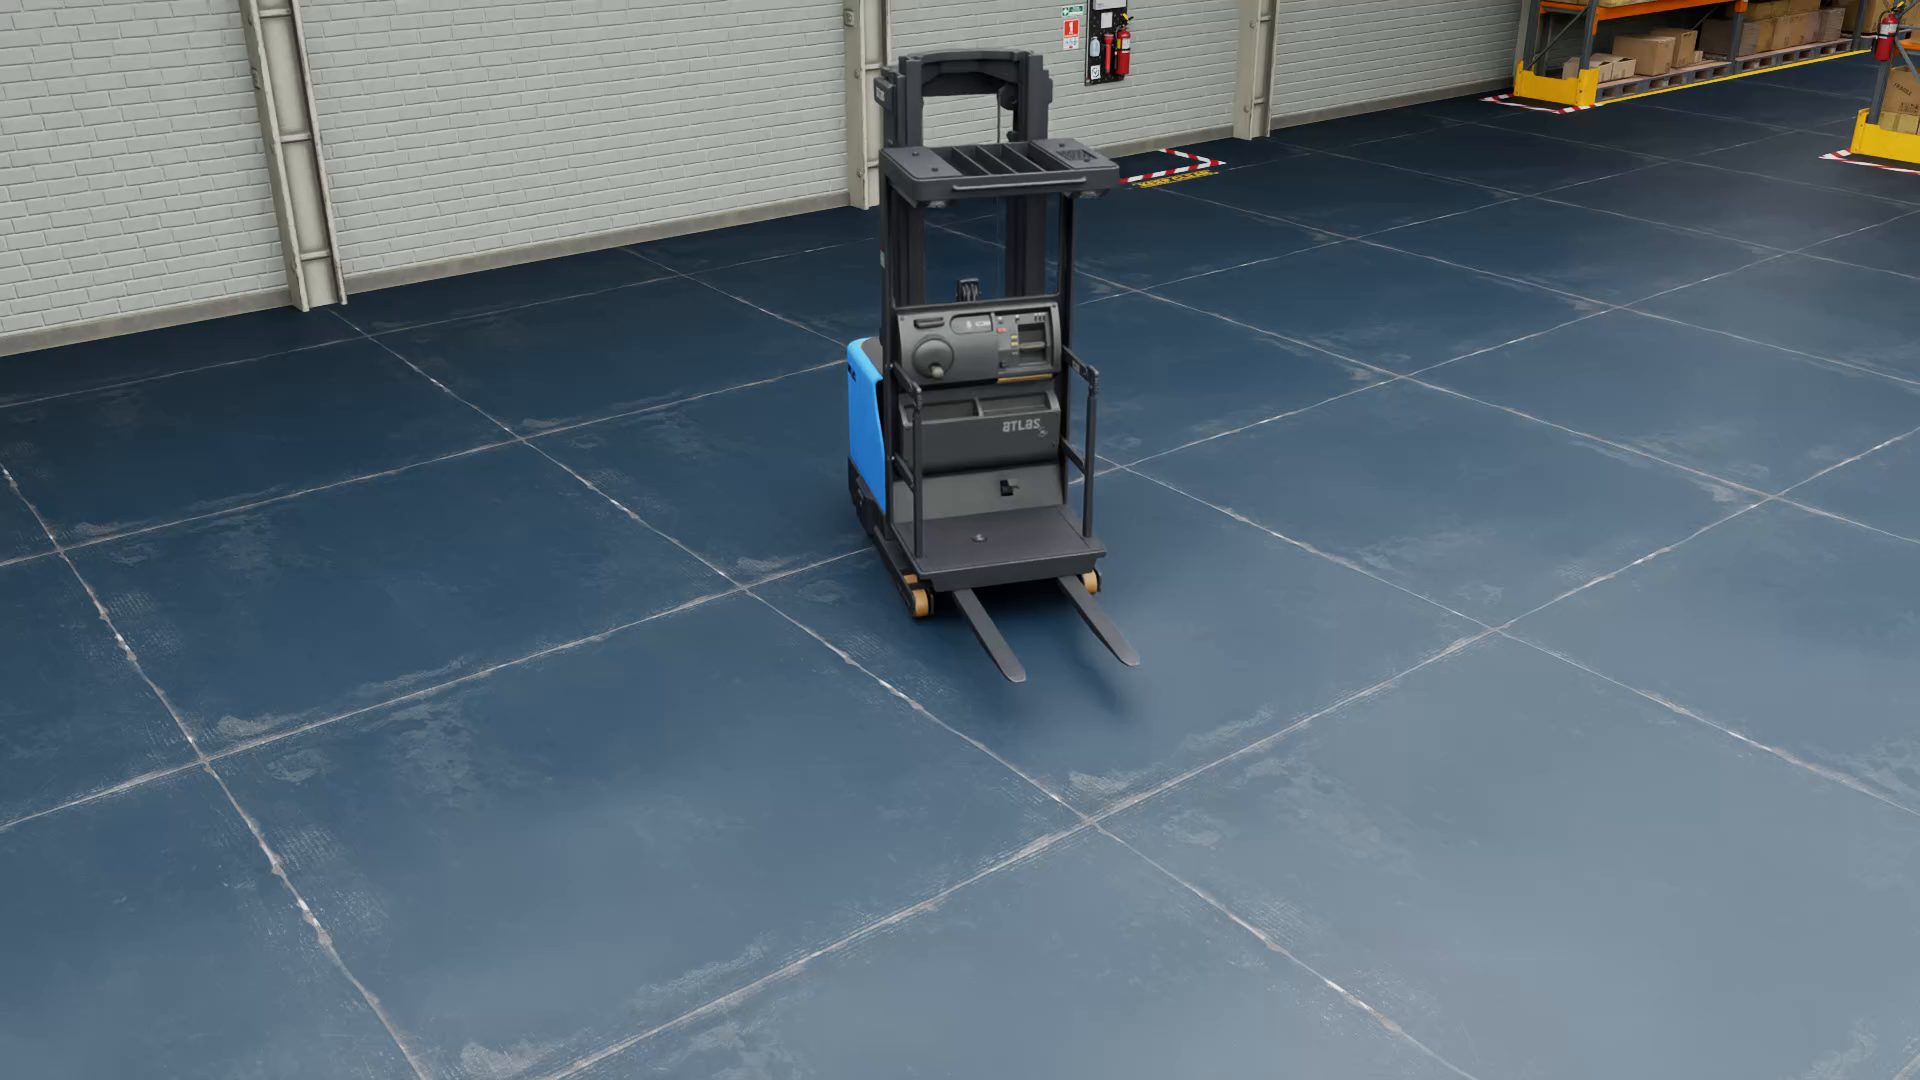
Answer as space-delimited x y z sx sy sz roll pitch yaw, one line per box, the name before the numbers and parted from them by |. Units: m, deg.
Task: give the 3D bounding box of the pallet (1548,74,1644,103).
pallet | 9.180 -6.622 24.267 1.213 0.211 1.003 -18 31 -34

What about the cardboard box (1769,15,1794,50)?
cardboard box | 12.977 -8.239 26.886 0.500 0.500 0.700 -18 30 -33

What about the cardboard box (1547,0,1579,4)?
cardboard box | 8.707 -7.794 23.635 0.500 0.250 0.500 -18 30 -33

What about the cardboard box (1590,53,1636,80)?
cardboard box | 9.507 -6.945 24.324 0.500 0.311 0.500 -15 29 -30

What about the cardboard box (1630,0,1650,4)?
cardboard box | 9.438 -7.770 23.583 0.500 0.250 0.500 -19 31 -36

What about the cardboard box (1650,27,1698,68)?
cardboard box | 10.814 -7.489 25.271 0.500 0.500 0.500 -21 32 -38

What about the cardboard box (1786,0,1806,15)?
cardboard box | 13.331 -8.685 26.956 0.500 0.250 0.500 -18 31 -34

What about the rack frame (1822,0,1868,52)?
rack frame | 14.754 -9.746 27.686 0.127 3.000 1.000 -18 31 -34

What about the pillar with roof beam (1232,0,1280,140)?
pillar with roof beam | 6.411 -7.872 16.523 0.400 9.000 9.100 -18 31 -34

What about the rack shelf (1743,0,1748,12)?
rack shelf | 13.180 -8.900 26.718 4.000 0.370 1.077 -18 31 -34

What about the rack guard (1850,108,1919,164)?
rack guard | 11.499 -4.887 20.187 0.348 0.500 1.175 -18 31 -34

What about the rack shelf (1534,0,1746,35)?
rack shelf | 10.032 -7.861 24.479 4.000 0.370 1.077 -18 31 -34

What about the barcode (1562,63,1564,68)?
barcode | 8.826 -6.939 24.298 0.075 0.075 0.001 -18 31 -34

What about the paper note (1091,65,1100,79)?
paper note | 1.604 -5.525 19.639 0.142 0.148 0.016 -18 31 -34

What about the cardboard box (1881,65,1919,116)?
cardboard box | 11.757 -5.549 20.519 0.500 0.500 0.500 -18 31 -34

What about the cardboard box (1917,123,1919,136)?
cardboard box | 12.078 -5.036 20.306 0.500 0.250 0.500 -18 31 -34

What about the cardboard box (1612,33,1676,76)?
cardboard box | 10.115 -7.205 24.659 0.500 0.500 0.700 -21 32 -37

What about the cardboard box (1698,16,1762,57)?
cardboard box | 12.175 -7.969 26.304 0.500 0.500 0.700 -17 30 -32

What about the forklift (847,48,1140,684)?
forklift | 0.172 -1.075 9.084 1.130 2.935 3.031 -7 26 -14

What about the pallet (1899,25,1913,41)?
pallet | 16.380 -8.976 29.339 1.213 0.211 1.003 -18 31 -34

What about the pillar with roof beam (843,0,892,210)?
pillar with roof beam | 1.689 -6.314 13.165 0.400 9.000 9.100 -18 31 -34

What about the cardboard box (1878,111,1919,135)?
cardboard box | 11.758 -5.208 20.676 0.500 0.250 0.500 -18 31 -34

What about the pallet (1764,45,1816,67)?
pallet | 13.179 -7.963 27.157 1.213 0.211 1.003 -18 31 -34

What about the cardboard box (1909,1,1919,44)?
cardboard box | 11.894 -6.190 19.905 0.500 0.500 0.700 -18 31 -34

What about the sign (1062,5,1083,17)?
sign | 1.296 -6.093 19.144 0.331 0.109 0.001 -18 31 -34

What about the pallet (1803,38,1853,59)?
pallet | 14.138 -8.278 27.836 1.213 0.211 1.003 -18 31 -34

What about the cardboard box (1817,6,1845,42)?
cardboard box | 14.220 -8.607 27.679 0.500 0.500 0.700 -18 30 -33

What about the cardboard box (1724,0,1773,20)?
cardboard box | 12.520 -8.425 26.395 0.500 0.250 0.500 -19 31 -35

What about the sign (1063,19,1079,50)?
sign | 1.287 -5.855 19.260 0.234 0.329 0.001 -18 31 -34

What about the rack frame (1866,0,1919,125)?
rack frame | 11.518 -6.027 19.674 0.127 3.000 1.000 -18 31 -34

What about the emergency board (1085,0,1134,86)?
emergency board | 1.786 -5.948 19.503 0.643 1.169 0.194 -18 31 -34

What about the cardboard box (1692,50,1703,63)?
cardboard box | 11.204 -7.472 25.630 0.380 0.166 0.250 22 33 39

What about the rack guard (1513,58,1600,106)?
rack guard | 8.518 -6.553 23.777 0.348 0.500 1.175 -18 31 -34

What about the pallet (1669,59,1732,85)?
pallet | 11.100 -7.256 25.633 1.213 0.211 1.003 -18 31 -34

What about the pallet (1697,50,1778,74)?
pallet | 12.218 -7.644 26.471 1.213 0.211 1.003 -18 31 -34

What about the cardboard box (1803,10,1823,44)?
cardboard box | 13.742 -8.512 27.474 0.500 0.500 0.700 -18 31 -34

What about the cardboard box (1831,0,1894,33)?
cardboard box | 15.414 -9.109 28.368 0.750 0.750 0.750 -19 31 -35

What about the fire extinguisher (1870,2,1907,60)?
fire extinguisher | 11.139 -6.116 19.956 0.183 0.674 0.296 -18 31 -34

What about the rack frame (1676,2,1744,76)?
rack frame | 11.606 -8.707 25.447 0.127 3.000 1.000 -18 31 -34

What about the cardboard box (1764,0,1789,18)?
cardboard box | 12.927 -8.561 26.689 0.500 0.250 0.500 -19 31 -35

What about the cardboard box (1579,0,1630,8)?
cardboard box | 9.039 -7.630 23.282 0.500 0.250 0.500 -19 31 -35

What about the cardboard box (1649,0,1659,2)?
cardboard box | 9.843 -7.900 23.864 0.500 0.250 0.500 -19 31 -35

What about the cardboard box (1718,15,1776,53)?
cardboard box | 12.551 -8.120 26.629 0.500 0.500 0.700 -19 31 -35

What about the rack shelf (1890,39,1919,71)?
rack shelf | 13.092 -6.221 20.945 4.000 0.370 1.077 -18 31 -34

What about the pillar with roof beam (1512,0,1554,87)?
pillar with roof beam | 11.132 -9.431 19.881 0.400 9.000 9.100 -18 31 -34

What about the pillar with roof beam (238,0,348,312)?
pillar with roof beam | -3.032 -4.755 9.807 0.400 9.000 9.100 -18 31 -34

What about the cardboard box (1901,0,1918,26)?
cardboard box | 16.107 -9.334 28.854 0.750 0.750 0.750 -18 31 -34

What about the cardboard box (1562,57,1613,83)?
cardboard box | 9.059 -6.797 24.004 0.500 0.311 0.500 -23 33 -40

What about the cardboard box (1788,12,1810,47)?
cardboard box | 13.369 -8.373 27.175 0.500 0.500 0.700 -18 31 -34

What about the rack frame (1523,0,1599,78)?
rack frame | 8.459 -7.668 23.208 0.127 3.000 1.000 -18 31 -34

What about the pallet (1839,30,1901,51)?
pallet | 15.421 -8.661 28.660 1.213 0.211 1.003 -18 31 -34

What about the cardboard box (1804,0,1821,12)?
cardboard box | 13.732 -8.820 27.247 0.500 0.250 0.500 -18 30 -33

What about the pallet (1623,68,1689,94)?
pallet | 10.139 -6.937 24.946 1.213 0.211 1.003 -18 31 -34
